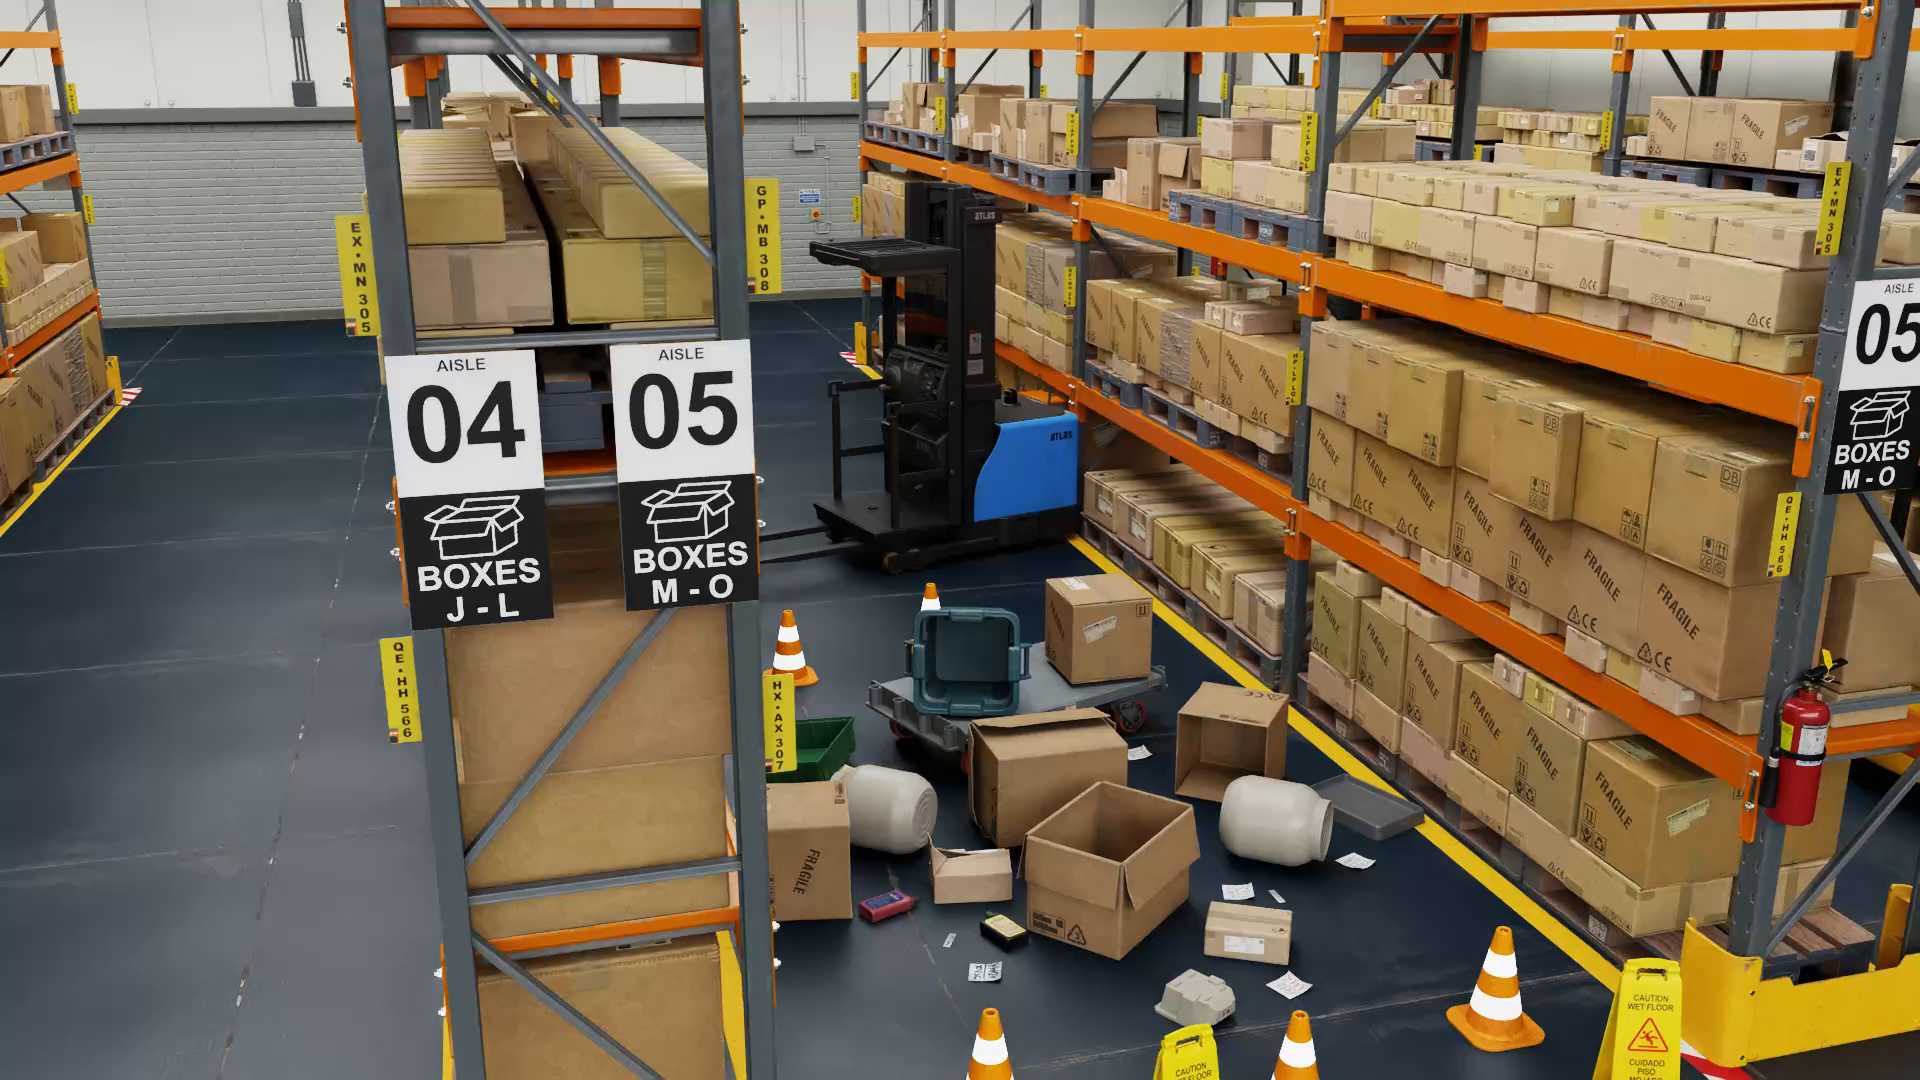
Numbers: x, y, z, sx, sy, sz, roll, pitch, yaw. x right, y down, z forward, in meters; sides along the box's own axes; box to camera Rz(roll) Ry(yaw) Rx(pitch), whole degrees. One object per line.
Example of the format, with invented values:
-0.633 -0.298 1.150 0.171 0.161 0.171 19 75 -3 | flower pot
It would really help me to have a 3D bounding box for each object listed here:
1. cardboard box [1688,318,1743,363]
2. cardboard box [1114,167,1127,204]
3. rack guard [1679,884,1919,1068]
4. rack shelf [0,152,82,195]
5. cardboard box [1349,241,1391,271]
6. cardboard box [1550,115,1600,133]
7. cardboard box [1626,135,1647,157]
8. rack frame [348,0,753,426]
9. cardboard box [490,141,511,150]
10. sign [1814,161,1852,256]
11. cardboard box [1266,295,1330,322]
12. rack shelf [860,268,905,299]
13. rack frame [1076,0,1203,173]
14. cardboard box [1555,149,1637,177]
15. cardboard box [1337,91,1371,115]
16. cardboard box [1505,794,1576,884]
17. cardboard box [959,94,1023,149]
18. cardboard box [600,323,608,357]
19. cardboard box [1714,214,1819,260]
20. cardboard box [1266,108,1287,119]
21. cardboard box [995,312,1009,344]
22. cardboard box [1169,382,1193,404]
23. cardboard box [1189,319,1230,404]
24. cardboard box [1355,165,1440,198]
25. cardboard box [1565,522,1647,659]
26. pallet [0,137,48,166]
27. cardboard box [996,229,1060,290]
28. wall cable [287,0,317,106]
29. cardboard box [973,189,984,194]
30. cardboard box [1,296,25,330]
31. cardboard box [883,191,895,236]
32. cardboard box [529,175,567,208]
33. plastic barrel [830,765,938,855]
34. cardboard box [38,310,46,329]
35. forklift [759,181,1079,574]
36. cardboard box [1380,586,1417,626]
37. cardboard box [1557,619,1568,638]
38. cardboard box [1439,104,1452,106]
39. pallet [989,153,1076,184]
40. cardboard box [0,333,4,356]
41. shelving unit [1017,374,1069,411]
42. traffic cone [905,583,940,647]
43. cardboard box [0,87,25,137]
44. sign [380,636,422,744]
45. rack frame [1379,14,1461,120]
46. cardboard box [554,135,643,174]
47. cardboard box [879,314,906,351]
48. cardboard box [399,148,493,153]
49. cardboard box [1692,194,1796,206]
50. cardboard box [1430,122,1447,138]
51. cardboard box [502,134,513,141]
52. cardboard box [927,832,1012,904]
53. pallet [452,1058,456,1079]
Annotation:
3.165 -0.811 6.660 0.380 0.149 0.250 -5 17 -15 | cardboard box
1.427 -2.766 12.965 0.396 0.266 0.258 -5 17 -15 | cardboard box
3.611 1.824 7.009 1.175 0.500 0.348 -5 17 -15 | rack guard
-9.744 -3.533 16.535 1.077 0.370 4.000 -5 17 -15 | rack shelf
2.398 -1.592 9.260 0.380 0.149 0.250 -5 17 -15 | cardboard box
5.734 -3.879 15.487 0.380 0.149 0.250 -5 18 -17 | cardboard box
6.009 -3.411 14.383 0.380 0.166 0.250 -5 17 -15 | cardboard box
-1.100 -1.806 4.321 1.000 3.000 0.127 -5 17 -15 | rack frame
-3.311 -2.571 11.333 0.500 0.311 0.500 -5 17 -15 | cardboard box
3.093 -1.174 5.893 0.100 0.325 0.005 -5 17 -15 | sign
2.346 -1.611 11.552 0.380 0.149 0.250 -4 17 -12 | cardboard box
-0.215 -2.880 19.575 1.077 0.370 4.000 -5 17 -15 | rack shelf
1.433 -4.438 13.084 1.000 3.000 0.127 -5 17 -15 | rack frame
5.830 -3.446 15.255 0.500 0.250 0.500 -5 18 -17 | cardboard box
4.588 -5.071 19.282 0.500 0.250 0.500 -5 17 -16 | cardboard box
3.016 1.418 8.068 0.500 0.250 0.500 -5 17 -15 | cardboard box
0.298 -4.090 16.236 0.500 0.500 0.500 -5 17 -16 | cardboard box
-0.956 -0.688 5.348 0.380 0.149 0.250 -5 17 -15 | cardboard box
3.221 -1.194 6.551 0.380 0.149 0.250 -4 17 -14 | cardboard box
4.154 -5.252 20.753 0.500 0.250 0.500 -5 17 -17 | cardboard box
0.599 -2.032 15.762 0.500 0.250 0.500 -5 17 -16 | cardboard box
1.742 -1.090 12.073 0.380 0.149 0.250 -4 17 -14 | cardboard box
1.912 -1.240 11.444 0.500 0.500 0.500 -4 17 -13 | cardboard box
2.405 -1.974 9.145 0.380 0.149 0.250 -4 17 -14 | cardboard box
3.085 0.191 7.412 0.500 0.500 0.500 -5 17 -15 | cardboard box
-9.741 -3.846 16.480 1.003 0.211 1.213 -5 17 -15 | pallet
0.629 -2.633 15.593 0.500 0.500 0.500 -5 17 -16 | cardboard box
-8.534 -9.244 23.493 2.277 5.999 0.120 -5 17 -15 | wall cable
0.300 -3.753 18.194 0.380 0.149 0.250 -5 17 -16 | cardboard box
-9.072 -2.109 15.502 0.500 0.250 0.500 -5 17 -16 | cardboard box
-0.609 -3.865 19.692 0.500 0.500 0.500 -5 17 -16 | cardboard box
-1.543 -1.401 7.027 0.500 0.250 0.500 -5 17 -16 | cardboard box
-0.412 1.388 8.597 0.512 0.421 0.421 7 18 23 | plastic barrel
-9.245 -2.164 16.379 0.380 0.149 0.250 -5 17 -16 | cardboard box
-0.534 -1.312 13.224 3.031 2.935 1.130 -10 19 -30 | forklift
2.555 0.354 9.179 0.380 0.149 0.250 -4 17 -13 | cardboard box
3.062 0.397 7.852 0.380 0.149 0.250 -4 17 -14 | cardboard box
5.392 -4.629 17.951 0.380 0.149 0.250 -5 17 -15 | cardboard box
0.895 -3.394 15.150 1.003 0.211 1.213 -4 17 -13 | pallet
-8.803 -1.828 14.649 0.500 0.500 0.500 -5 17 -15 | cardboard box
0.712 -0.808 14.529 0.258 1.200 0.503 -8 20 -30 | shelving unit
-0.195 0.523 11.405 0.336 0.463 0.334 -5 17 -15 | traffic cone
-9.872 -4.283 16.706 0.700 0.500 0.500 -6 18 -19 | cardboard box
-1.625 0.439 4.853 0.100 0.325 0.005 -5 17 -15 | sign
5.106 -5.938 18.077 1.000 3.000 0.127 -5 17 -15 | rack frame
-1.586 -1.701 7.335 0.380 0.149 0.250 -4 17 -14 | cardboard box
-0.488 -2.577 21.040 0.875 0.438 0.875 -5 18 -17 | cardboard box
-2.008 -1.438 6.457 0.380 0.149 0.250 -5 17 -16 | cardboard box
3.479 -1.443 7.379 0.380 0.149 0.250 -5 17 -16 | cardboard box
5.088 -4.233 17.150 0.380 0.149 0.250 -5 17 -16 | cardboard box
-3.344 -2.946 13.159 0.500 0.500 0.500 -5 17 -15 | cardboard box
0.044 1.600 8.163 0.396 0.266 0.258 -2 17 -6 | cardboard box
-1.395 2.188 6.301 1.003 0.211 1.213 -5 17 -15 | pallet
